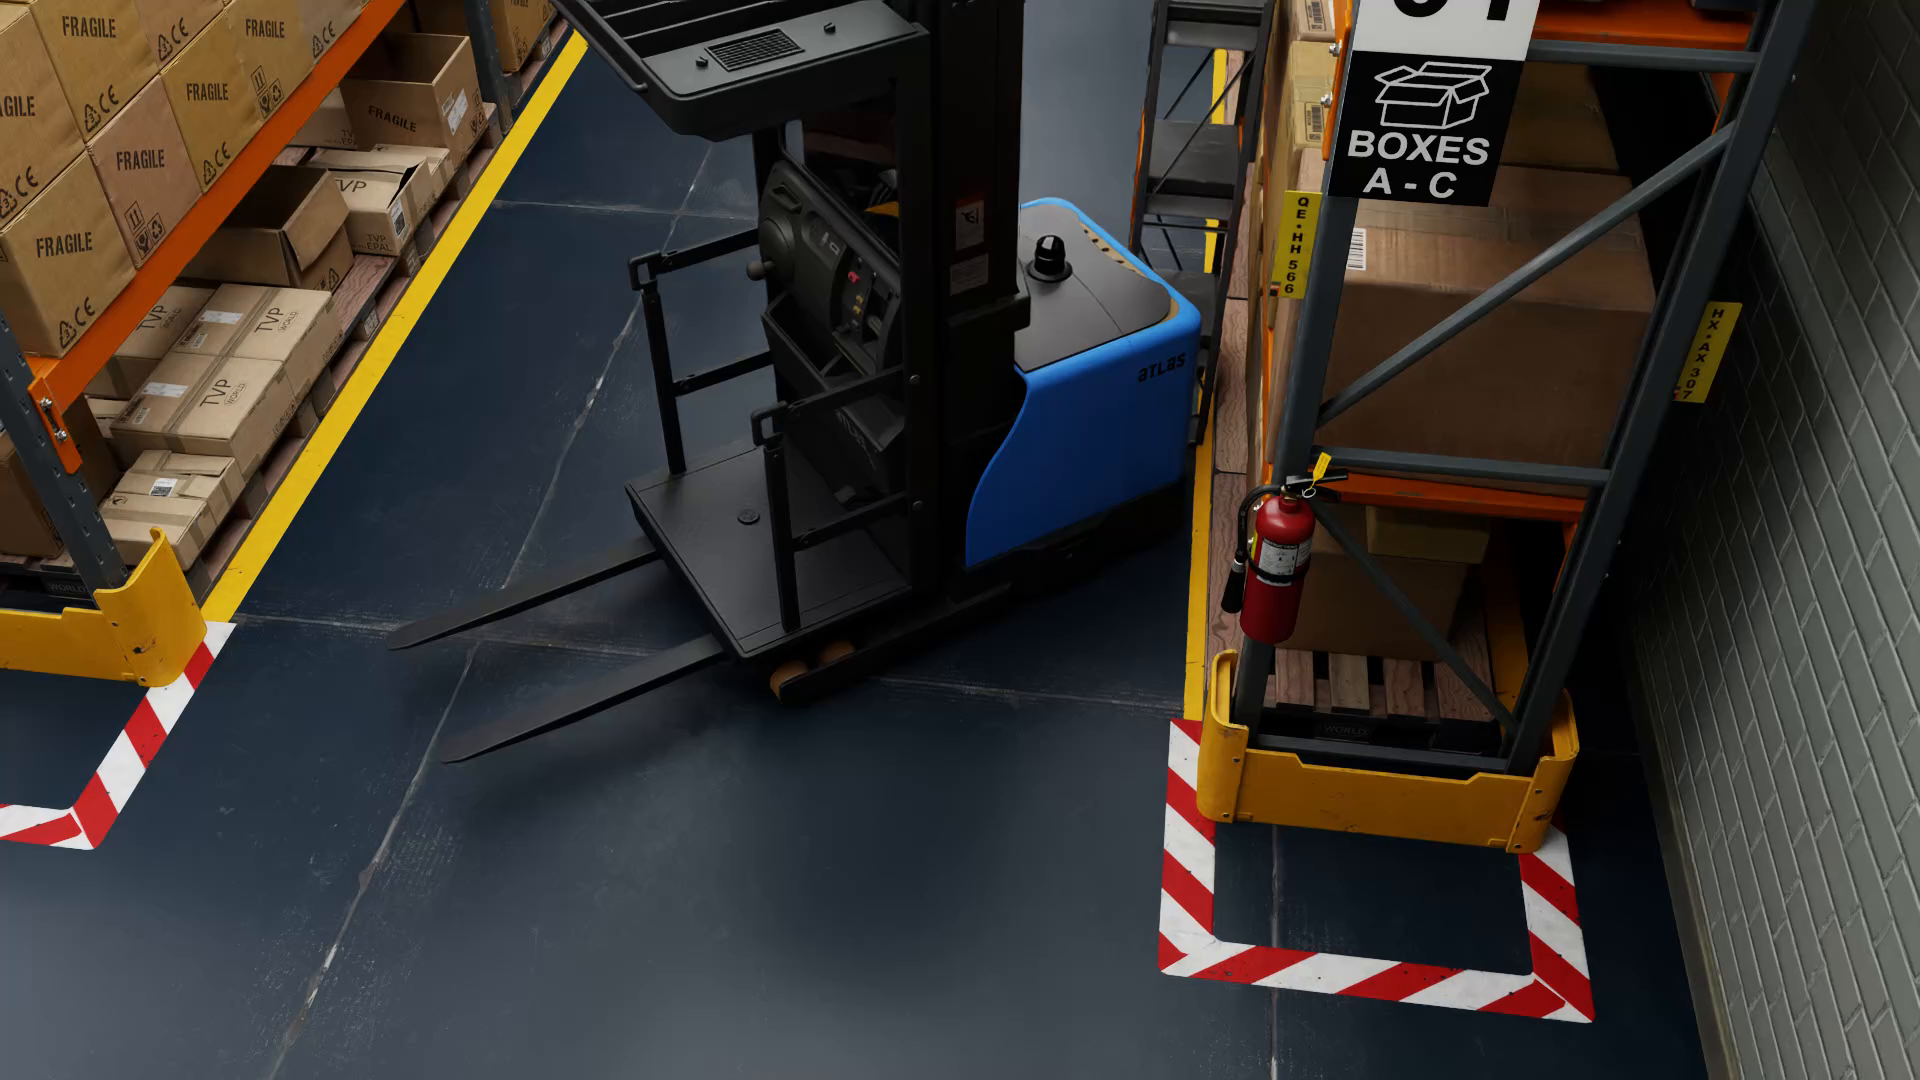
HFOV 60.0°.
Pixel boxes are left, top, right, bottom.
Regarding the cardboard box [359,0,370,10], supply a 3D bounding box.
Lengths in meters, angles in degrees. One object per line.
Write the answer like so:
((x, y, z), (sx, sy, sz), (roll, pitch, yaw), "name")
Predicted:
((-2.841, -2.702, 7.349), (0.500, 0.500, 0.500), (6, 44, 7), "cardboard box")

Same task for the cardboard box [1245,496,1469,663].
((1.413, 0.062, 6.015), (0.700, 0.500, 0.500), (5, 44, 6), "cardboard box")

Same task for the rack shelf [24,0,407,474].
((-3.227, -1.756, 6.947), (1.077, 0.370, 4.000), (5, 44, 6), "rack shelf")

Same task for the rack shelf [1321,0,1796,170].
((1.684, -2.398, 5.442), (1.077, 0.370, 4.000), (5, 44, 6), "rack shelf")

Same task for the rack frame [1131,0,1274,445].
((0.877, -1.212, 6.476), (0.400, 2.100, 0.015), (6, 42, 4), "rack frame")

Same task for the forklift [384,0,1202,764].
((-0.624, -0.877, 5.544), (3.031, 2.935, 1.130), (-22, 48, -22), "forklift")

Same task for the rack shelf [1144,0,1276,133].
((0.923, -1.883, 6.197), (0.431, 0.518, 0.480), (6, 42, 4), "rack shelf")

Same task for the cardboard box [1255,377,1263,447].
((1.282, -0.452, 6.086), (0.380, 0.149, 0.250), (6, 44, 7), "cardboard box")

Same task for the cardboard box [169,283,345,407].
((-3.006, -0.842, 7.138), (0.500, 0.250, 0.500), (5, 44, 6), "cardboard box")

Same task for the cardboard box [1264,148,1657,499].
((1.477, -0.664, 5.052), (0.980, 0.700, 0.700), (7, 44, 7), "cardboard box")

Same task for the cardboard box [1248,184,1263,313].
((1.678, -1.335, 7.491), (0.700, 0.500, 0.500), (5, 44, 5), "cardboard box")

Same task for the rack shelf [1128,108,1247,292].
((0.904, -1.364, 6.666), (0.431, 0.518, 0.480), (6, 42, 4), "rack shelf")

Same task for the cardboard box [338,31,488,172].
((-2.756, -2.219, 8.410), (0.500, 0.500, 0.500), (5, 44, 6), "cardboard box")

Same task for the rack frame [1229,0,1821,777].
((1.420, -0.207, 4.787), (1.000, 3.000, 0.127), (5, 44, 6), "rack frame")

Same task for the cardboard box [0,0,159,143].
((-3.109, -1.689, 5.553), (0.500, 0.500, 0.500), (6, 44, 6), "cardboard box")

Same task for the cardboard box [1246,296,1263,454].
((1.545, -0.622, 6.738), (0.700, 0.500, 0.500), (4, 44, 4), "cardboard box")

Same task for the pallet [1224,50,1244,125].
((1.976, -2.453, 9.187), (1.003, 0.211, 1.213), (5, 44, 6), "pallet")

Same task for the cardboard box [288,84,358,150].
((-3.232, -2.298, 8.631), (0.500, 0.311, 0.500), (5, 44, 6), "cardboard box")

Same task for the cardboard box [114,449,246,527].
((-3.062, -0.210, 6.531), (0.380, 0.166, 0.250), (5, 44, 6), "cardboard box")

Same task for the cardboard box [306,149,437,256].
((-2.856, -1.639, 7.935), (0.500, 0.311, 0.500), (5, 44, 6), "cardboard box")

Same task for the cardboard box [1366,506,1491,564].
((1.595, -0.070, 5.683), (0.380, 0.149, 0.250), (6, 44, 6), "cardboard box")

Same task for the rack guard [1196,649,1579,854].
((1.416, 0.717, 5.629), (1.175, 0.500, 0.348), (5, 44, 6), "rack guard")

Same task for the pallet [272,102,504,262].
((-3.054, -1.900, 8.603), (1.003, 0.211, 1.213), (5, 44, 6), "pallet")

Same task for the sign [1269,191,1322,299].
((0.884, -0.772, 4.369), (0.100, 0.325, 0.005), (5, 44, 6), "sign")

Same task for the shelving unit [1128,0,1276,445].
((0.904, -1.374, 6.657), (0.431, 2.100, 0.503), (6, 42, 4), "shelving unit")

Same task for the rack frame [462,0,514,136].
((-2.962, -3.381, 8.139), (1.000, 3.000, 0.127), (5, 44, 6), "rack frame")

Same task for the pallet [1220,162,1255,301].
((1.770, -1.409, 8.085), (1.003, 0.211, 1.213), (5, 44, 6), "pallet")

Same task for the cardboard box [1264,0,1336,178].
((1.672, -1.680, 6.124), (0.980, 0.700, 0.700), (3, 44, 3), "cardboard box")

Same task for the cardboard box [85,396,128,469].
((-3.521, -0.446, 6.781), (0.380, 0.166, 0.250), (5, 44, 6), "cardboard box")

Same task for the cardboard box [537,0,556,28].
((-2.597, -3.305, 9.557), (0.500, 0.500, 0.500), (6, 44, 6), "cardboard box")

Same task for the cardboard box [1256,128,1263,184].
((1.522, -1.696, 7.401), (0.380, 0.149, 0.250), (7, 44, 7), "cardboard box")

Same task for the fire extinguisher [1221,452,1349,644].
((0.942, 0.017, 4.877), (0.296, 0.674, 0.183), (5, 44, 6), "fire extinguisher")

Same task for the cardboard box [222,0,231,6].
((-2.972, -2.376, 6.278), (0.500, 0.500, 0.500), (5, 44, 5), "cardboard box")

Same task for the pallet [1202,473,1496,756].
((1.448, 0.254, 6.329), (1.003, 0.211, 1.213), (5, 44, 6), "pallet")

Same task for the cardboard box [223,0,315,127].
((-2.971, -2.004, 6.612), (0.500, 0.500, 0.500), (6, 44, 6), "cardboard box")

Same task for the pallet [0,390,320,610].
((-3.377, -0.237, 6.847), (1.003, 0.211, 1.213), (5, 44, 6), "pallet")

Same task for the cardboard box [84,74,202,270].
((-3.108, -1.321, 5.891), (0.500, 0.500, 0.500), (5, 44, 5), "cardboard box")
